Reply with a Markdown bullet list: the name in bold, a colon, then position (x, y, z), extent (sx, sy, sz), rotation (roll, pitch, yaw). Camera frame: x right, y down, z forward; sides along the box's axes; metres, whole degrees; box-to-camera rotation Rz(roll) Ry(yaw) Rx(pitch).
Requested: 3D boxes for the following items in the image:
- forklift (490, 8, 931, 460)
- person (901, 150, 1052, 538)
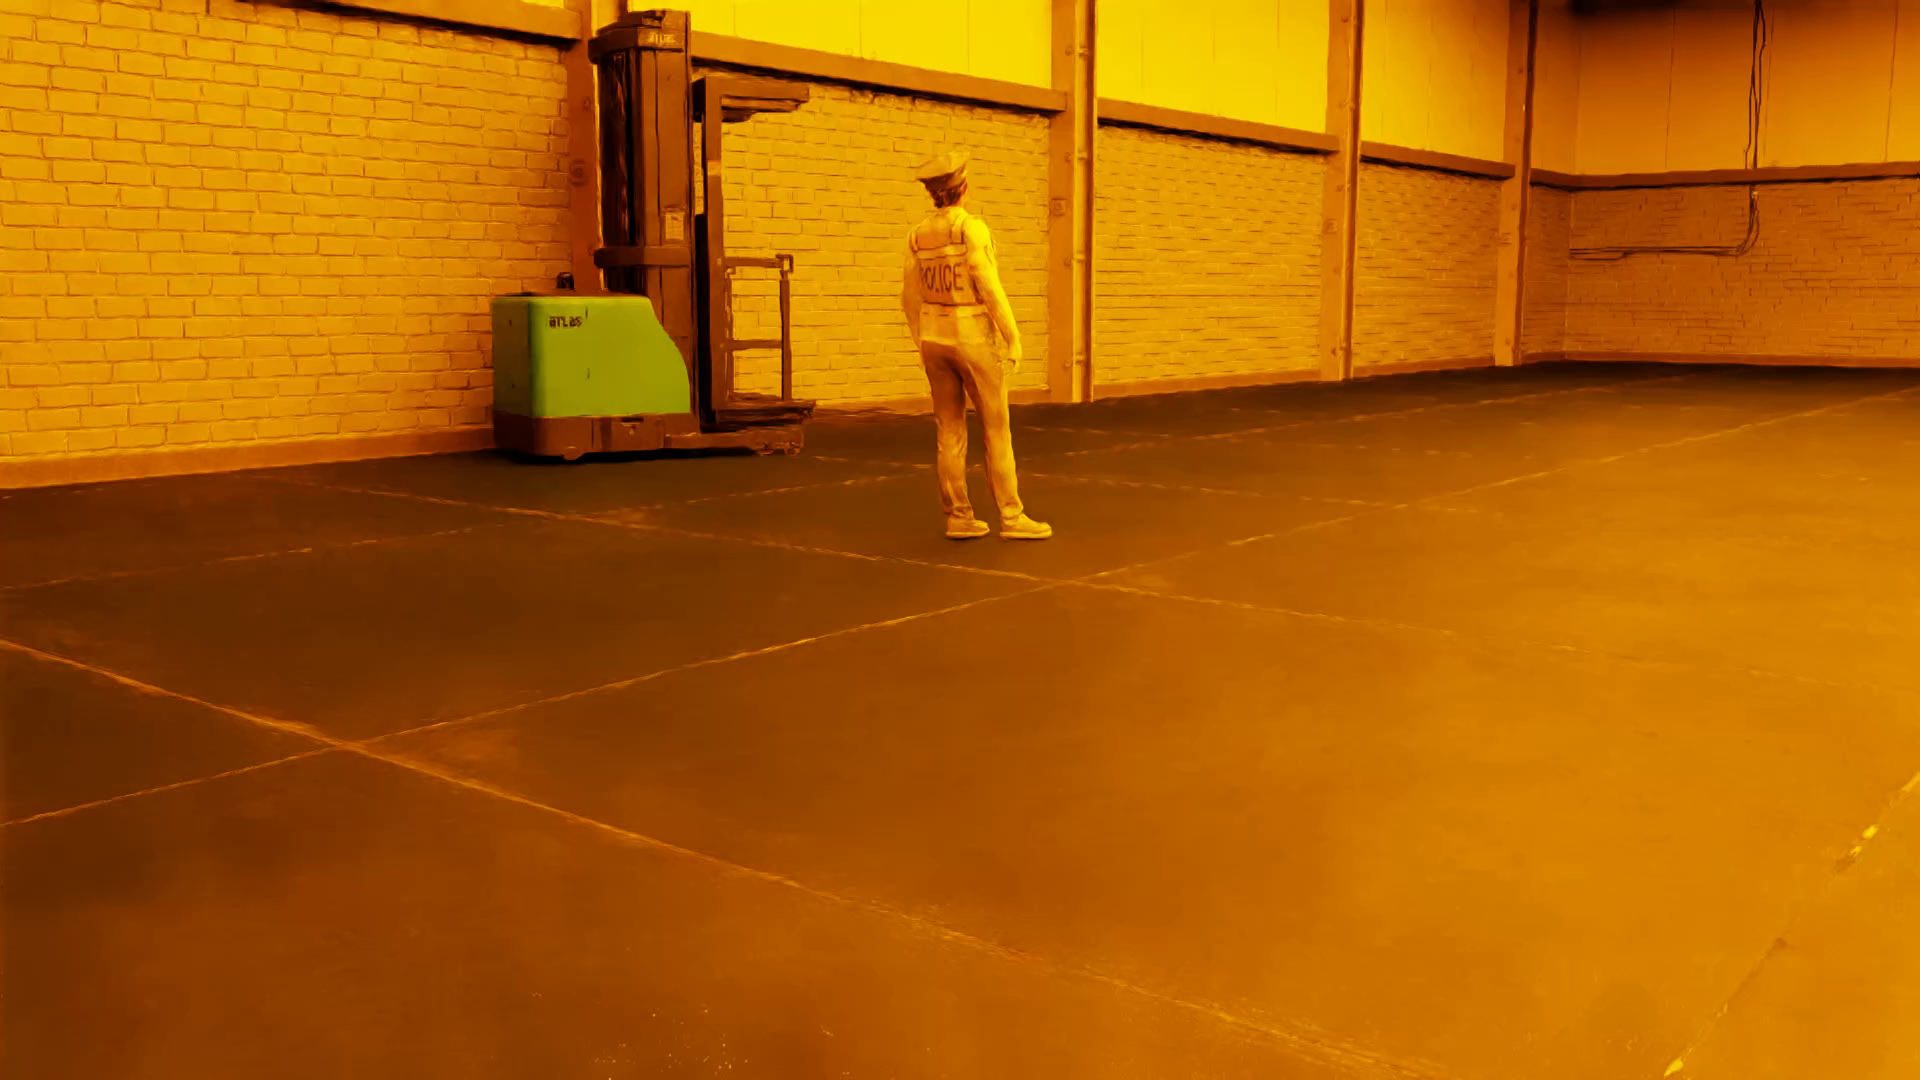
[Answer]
- **forklift**: position (-1.679, -2.097, 11.614), extent (3.031, 2.935, 1.130), rotation (-5, 10, -31)
- **person**: position (0.048, -0.853, 7.329), extent (0.586, 1.695, 0.532), rotation (7, 11, 38)
